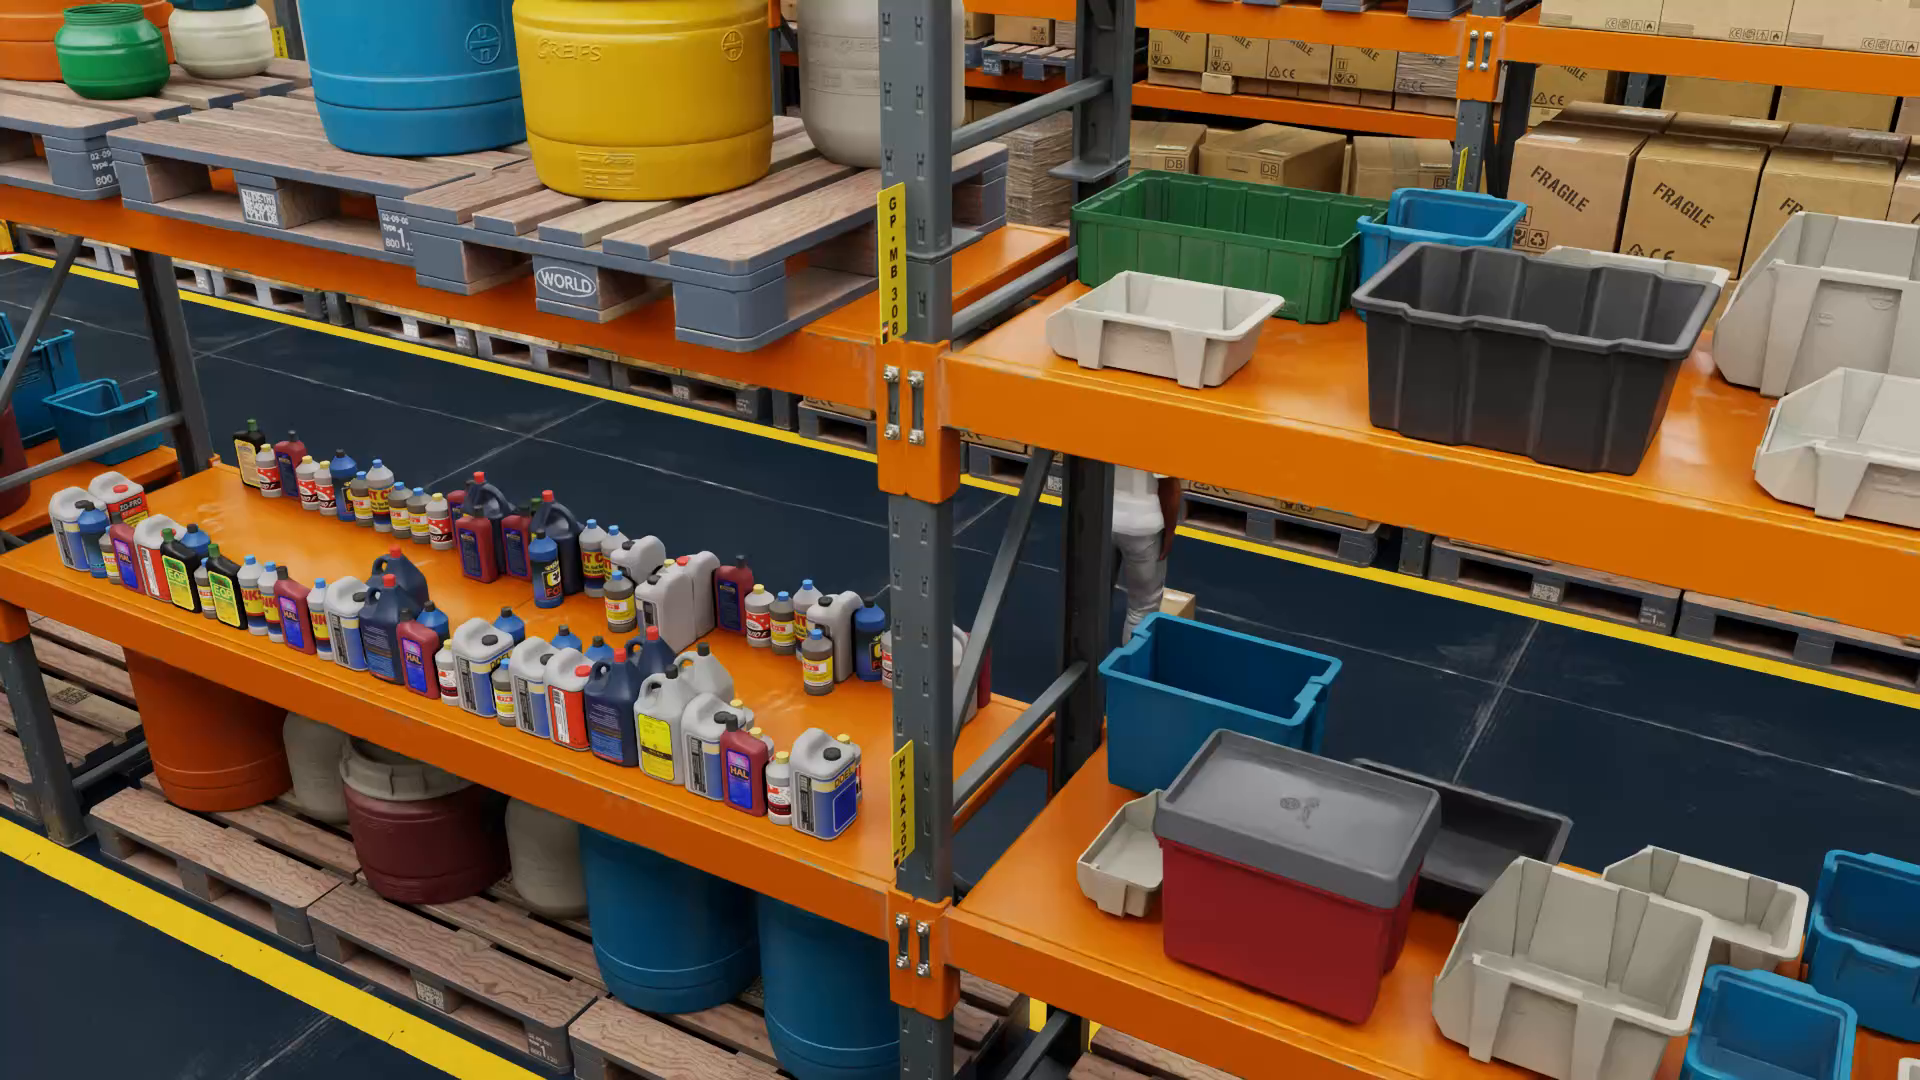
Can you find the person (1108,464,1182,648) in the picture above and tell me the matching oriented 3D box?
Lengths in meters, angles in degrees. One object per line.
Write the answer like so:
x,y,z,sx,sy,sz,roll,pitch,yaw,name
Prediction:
0.706,-0.090,7.272,0.563,1.761,0.355,15,30,27,person
